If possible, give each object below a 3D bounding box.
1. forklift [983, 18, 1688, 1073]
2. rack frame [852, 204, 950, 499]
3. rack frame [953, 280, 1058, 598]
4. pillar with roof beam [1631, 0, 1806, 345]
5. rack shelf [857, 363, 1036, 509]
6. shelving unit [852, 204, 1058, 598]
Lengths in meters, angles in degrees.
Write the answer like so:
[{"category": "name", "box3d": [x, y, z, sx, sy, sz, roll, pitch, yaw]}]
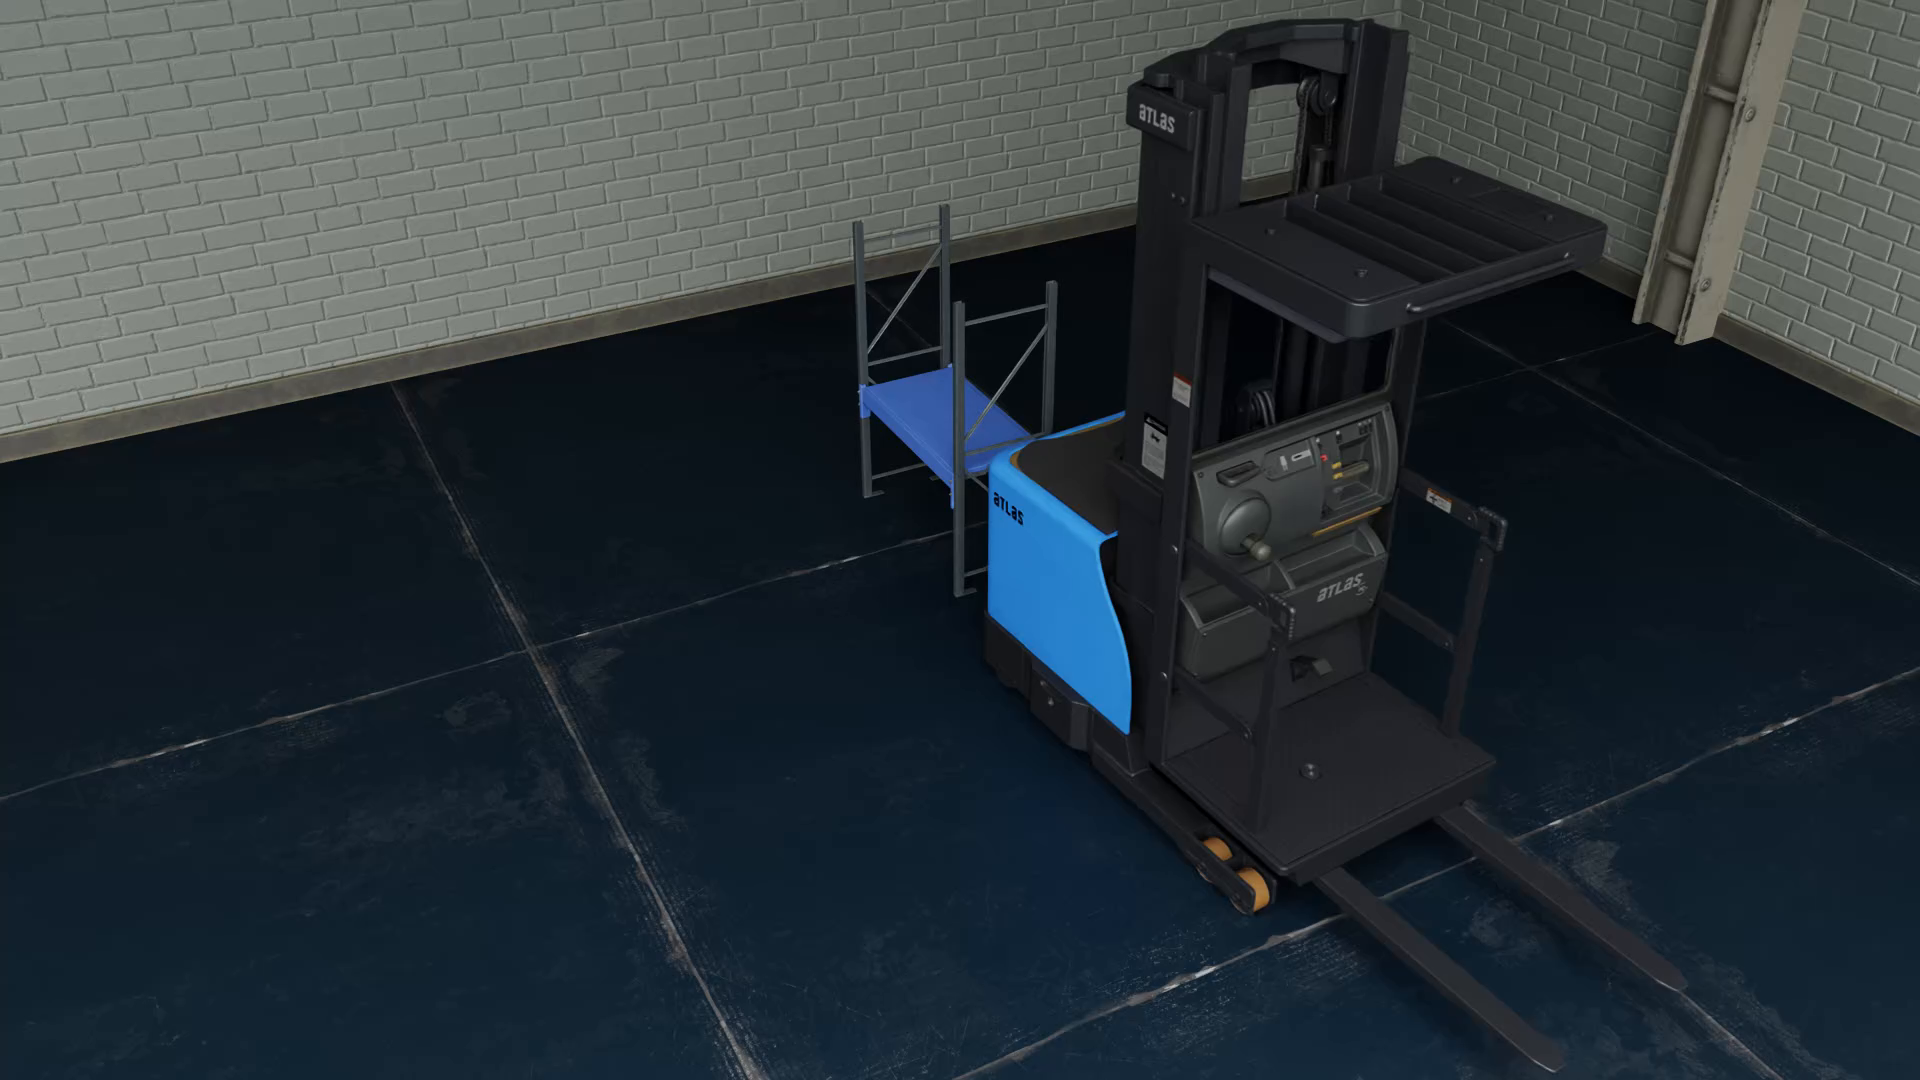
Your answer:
[{"category": "forklift", "box3d": [1.323, -0.156, 5.776, 1.130, 2.935, 3.031, -19, 37, -27]}, {"category": "rack frame", "box3d": [-0.277, -0.915, 8.288, 0.500, 1.500, 0.032, -16, 36, -23]}, {"category": "rack frame", "box3d": [0.197, -0.430, 7.530, 0.500, 1.500, 0.032, -16, 36, -23]}, {"category": "pillar with roof beam", "box3d": [0.609, -4.019, 6.181, 9.100, 9.000, 0.400, -16, 36, -23]}, {"category": "rack shelf", "box3d": [-0.040, -0.521, 8.006, 0.538, 0.185, 1.000, -16, 36, -23]}, {"category": "shelving unit", "box3d": [-0.040, -0.672, 7.909, 0.538, 1.500, 1.048, -16, 36, -23]}]
